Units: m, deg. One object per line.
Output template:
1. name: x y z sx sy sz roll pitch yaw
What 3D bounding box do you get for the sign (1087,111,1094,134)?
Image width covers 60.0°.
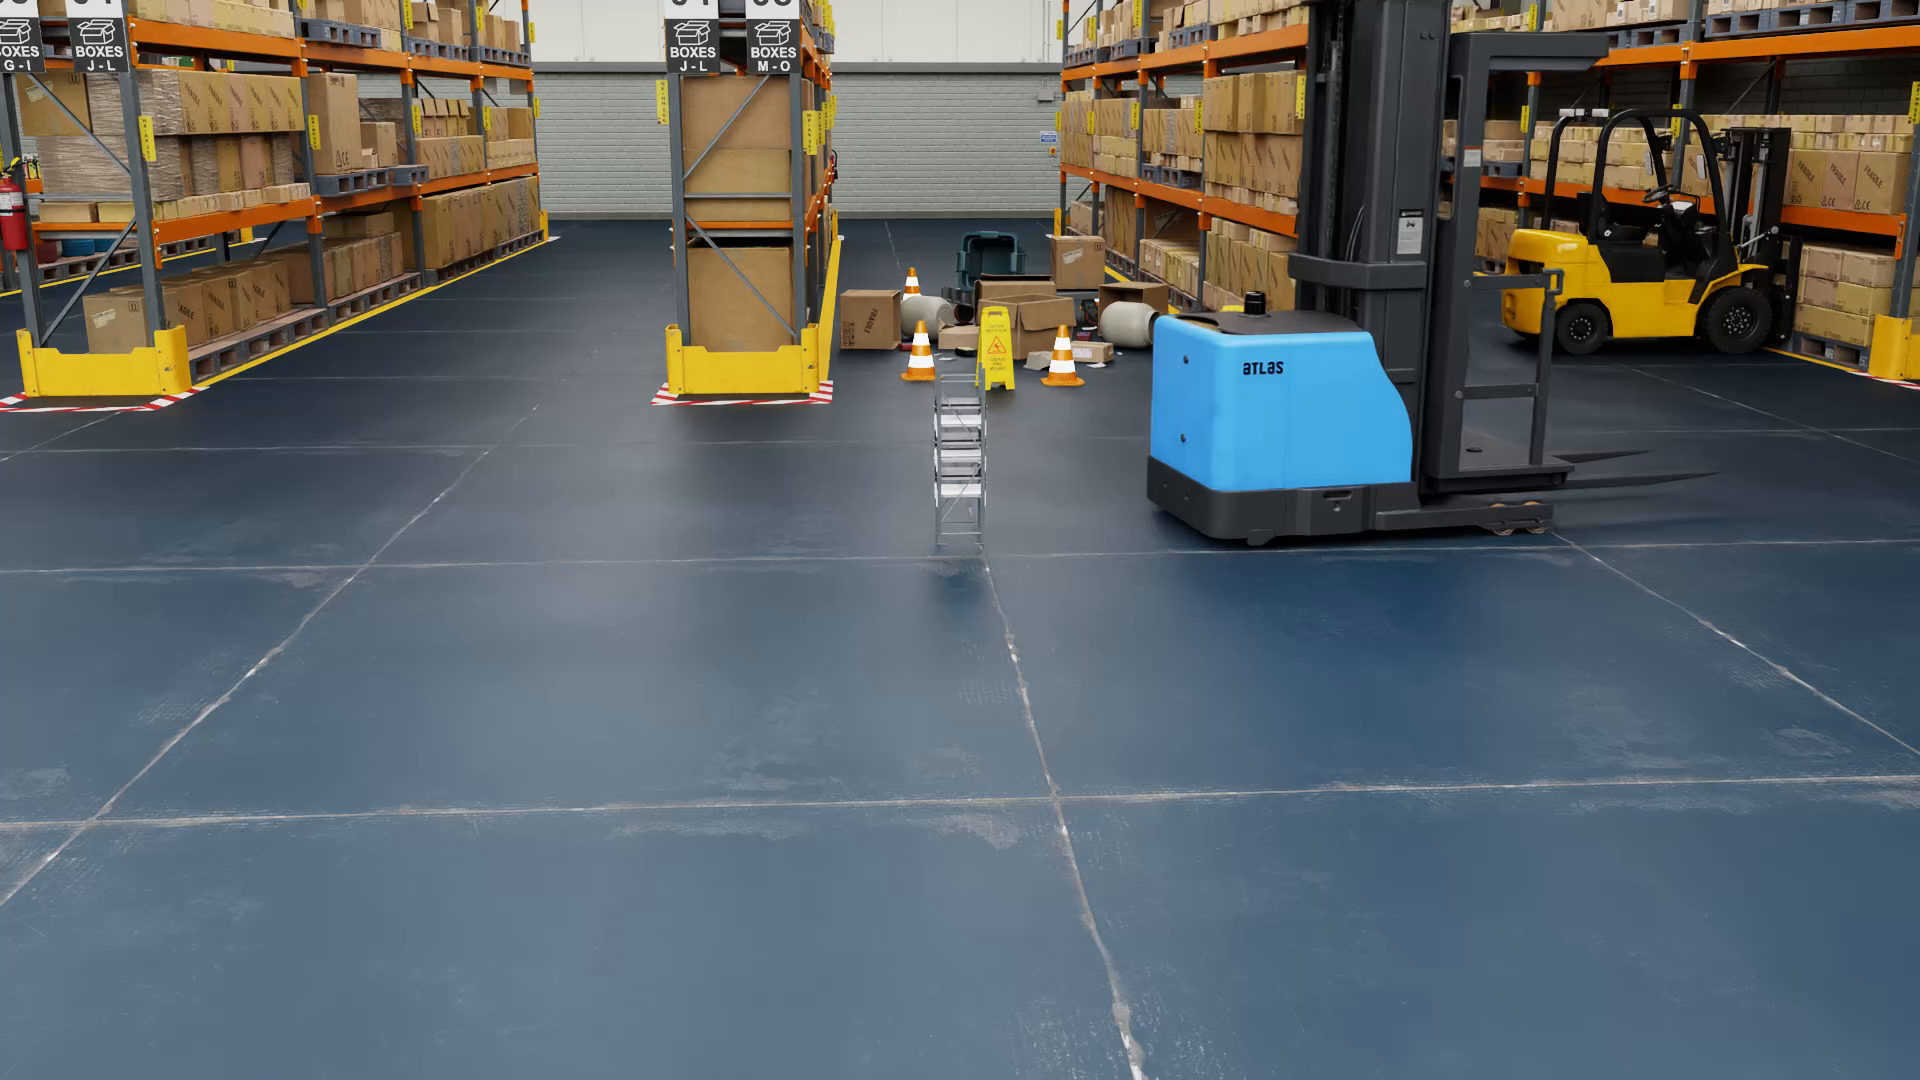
1. sign: 1.935 -6.179 24.625 0.100 0.325 0.005 -1 14 -3

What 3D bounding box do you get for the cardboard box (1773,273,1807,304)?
1. cardboard box: 7.771 -2.306 15.143 0.500 0.250 0.500 -1 14 -5

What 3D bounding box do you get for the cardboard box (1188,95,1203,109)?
1. cardboard box: 2.675 -4.733 17.960 0.380 0.149 0.250 -1 14 -5

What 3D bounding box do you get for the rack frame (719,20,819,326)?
1. rack frame: -1.950 -3.639 16.650 1.000 3.000 0.127 -1 14 -3

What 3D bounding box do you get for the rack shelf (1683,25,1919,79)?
1. rack shelf: 8.062 -4.425 15.129 1.077 0.370 4.000 -1 14 -3

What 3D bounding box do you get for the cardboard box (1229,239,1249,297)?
1. cardboard box: 2.827 -2.563 15.637 0.500 0.500 0.500 0 14 -1

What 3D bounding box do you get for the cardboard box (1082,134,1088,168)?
1. cardboard box: 2.168 -6.018 25.695 0.500 0.500 0.500 -1 14 -5

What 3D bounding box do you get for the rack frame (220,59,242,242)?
1. rack frame: -12.593 -6.496 27.753 1.000 3.000 0.127 -1 14 -3

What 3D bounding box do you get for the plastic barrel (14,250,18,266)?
1. plastic barrel: -12.269 -3.765 21.290 0.421 0.512 0.421 0 14 0

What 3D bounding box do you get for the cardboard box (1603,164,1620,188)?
1. cardboard box: 7.609 -4.116 18.804 0.500 0.250 0.500 -1 14 -3

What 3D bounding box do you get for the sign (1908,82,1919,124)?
1. sign: 7.644 -3.494 13.287 0.100 0.325 0.005 -1 14 -3

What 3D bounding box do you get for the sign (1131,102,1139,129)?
1. sign: 2.183 -5.287 20.731 0.100 0.325 0.005 -1 14 -3

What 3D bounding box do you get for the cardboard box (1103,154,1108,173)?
1. cardboard box: 2.302 -5.288 23.359 0.500 0.250 0.500 -1 14 -4

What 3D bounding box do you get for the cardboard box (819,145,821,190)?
1. cardboard box: -1.774 -4.072 18.134 0.500 0.500 0.500 -1 14 -4

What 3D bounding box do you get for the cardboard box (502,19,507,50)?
1. cardboard box: -7.650 -8.055 26.548 0.700 0.500 0.500 -1 14 -5

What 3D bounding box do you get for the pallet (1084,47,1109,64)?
1. pallet: 2.449 -7.344 25.207 1.003 0.211 1.213 -1 14 -3

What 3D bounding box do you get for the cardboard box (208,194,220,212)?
1. cardboard box: -6.522 -2.857 14.113 0.380 0.149 0.250 -1 14 -3

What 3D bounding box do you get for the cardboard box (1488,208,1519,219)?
1. cardboard box: 7.416 -4.439 22.631 0.380 0.149 0.250 0 14 -2

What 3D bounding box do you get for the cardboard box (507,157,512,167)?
1. cardboard box: -7.169 -5.857 25.773 0.380 0.149 0.250 -1 14 -3

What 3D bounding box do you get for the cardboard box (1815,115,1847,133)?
1. cardboard box: 7.796 -3.668 14.661 0.380 0.149 0.250 -1 14 -2

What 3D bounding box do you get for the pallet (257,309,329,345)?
1. pallet: -6.829 -2.071 16.151 1.003 0.211 1.213 -1 14 -3

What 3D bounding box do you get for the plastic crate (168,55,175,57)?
1. plastic crate: -12.848 -7.785 27.006 0.497 0.269 0.590 -1 14 -3

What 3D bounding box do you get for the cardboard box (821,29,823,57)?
1. cardboard box: -1.967 -6.281 20.699 0.500 0.500 0.500 -1 14 -3

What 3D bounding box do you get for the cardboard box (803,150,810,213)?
1. cardboard box: -1.735 -3.086 14.200 0.875 0.550 0.550 -1 14 -3

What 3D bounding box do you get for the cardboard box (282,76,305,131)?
1. cardboard box: -6.604 -4.157 15.858 0.500 0.500 0.500 -1 14 -3

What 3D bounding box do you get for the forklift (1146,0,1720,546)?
1. forklift: 2.599 -1.565 8.726 3.031 2.935 1.130 -4 15 -13

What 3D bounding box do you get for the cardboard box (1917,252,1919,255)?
1. cardboard box: 8.345 -2.302 14.122 0.500 0.250 0.500 -1 14 -4

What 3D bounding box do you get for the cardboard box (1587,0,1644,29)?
1. cardboard box: 7.555 -6.129 19.063 0.500 0.500 0.500 -1 14 -2

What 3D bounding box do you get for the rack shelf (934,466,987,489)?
1. rack shelf: 0.000 -0.318 8.453 0.258 0.077 0.200 -1 14 -3

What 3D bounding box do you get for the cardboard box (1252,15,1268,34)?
1. cardboard box: 2.791 -4.543 14.646 0.380 0.149 0.250 -1 14 -4

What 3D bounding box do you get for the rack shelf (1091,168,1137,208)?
1. rack shelf: 2.613 -4.884 22.934 1.077 0.370 4.000 -1 14 -3

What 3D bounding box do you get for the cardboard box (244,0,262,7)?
1. cardboard box: -6.528 -4.887 14.983 0.380 0.149 0.250 -1 14 -5

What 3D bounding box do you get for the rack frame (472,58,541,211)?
1. rack frame: -7.650 -6.572 28.050 1.000 3.000 0.127 -1 14 -3

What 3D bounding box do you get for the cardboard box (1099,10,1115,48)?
1. cardboard box: 2.254 -7.211 23.470 0.500 0.500 0.500 -1 14 -4

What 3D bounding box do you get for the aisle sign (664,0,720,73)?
1. aisle sign: -1.997 -3.881 12.374 0.394 0.787 0.004 -1 14 -3

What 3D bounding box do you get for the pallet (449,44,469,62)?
1. pallet: -7.296 -6.710 22.950 0.805 0.209 1.217 -1 15 -6

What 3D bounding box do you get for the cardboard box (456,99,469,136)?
1. cardboard box: -7.354 -5.953 23.429 0.797 0.503 0.637 -1 14 -5

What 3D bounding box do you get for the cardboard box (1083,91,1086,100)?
1. cardboard box: 2.136 -6.968 26.078 0.380 0.149 0.250 -1 14 -5

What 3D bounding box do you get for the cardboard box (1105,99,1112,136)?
1. cardboard box: 2.317 -5.898 23.223 0.500 0.500 0.500 -1 14 -5

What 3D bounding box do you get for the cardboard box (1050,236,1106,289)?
1. cardboard box: 1.210 -2.862 17.126 0.500 0.500 0.500 -1 14 -3

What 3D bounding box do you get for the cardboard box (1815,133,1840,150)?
1. cardboard box: 7.817 -3.524 14.700 0.380 0.149 0.250 -1 14 -5

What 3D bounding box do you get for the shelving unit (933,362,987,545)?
1. shelving unit: 0.000 -0.438 8.422 0.258 0.900 0.210 -1 14 -3

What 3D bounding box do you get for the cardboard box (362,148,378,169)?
1. cardboard box: -6.781 -4.310 18.686 0.396 0.266 0.258 -1 14 -5

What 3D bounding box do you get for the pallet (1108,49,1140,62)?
1. pallet: 2.595 -6.863 23.545 0.805 0.209 1.217 -1 15 -6

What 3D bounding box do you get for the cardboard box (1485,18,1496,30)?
1. cardboard box: 7.294 -6.934 22.340 0.380 0.149 0.250 -1 14 -3

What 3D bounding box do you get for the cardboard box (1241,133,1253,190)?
1. cardboard box: 2.857 -3.445 15.096 0.500 0.500 0.500 -1 14 -3

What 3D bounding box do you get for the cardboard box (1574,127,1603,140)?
1. cardboard box: 7.550 -4.835 19.796 0.380 0.149 0.250 -1 14 -3

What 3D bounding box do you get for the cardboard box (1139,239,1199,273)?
1. cardboard box: 2.762 -3.526 20.640 0.950 0.372 0.625 -2 15 -7

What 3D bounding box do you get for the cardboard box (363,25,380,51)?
1. cardboard box: -6.807 -5.600 18.553 0.500 0.250 0.500 0 14 -2

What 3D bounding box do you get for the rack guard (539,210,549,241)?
1. rack guard: -7.651 -5.367 28.384 1.175 0.500 0.348 -1 14 -3

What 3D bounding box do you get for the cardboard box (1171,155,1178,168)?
1. cardboard box: 2.623 -4.331 19.000 0.380 0.149 0.250 0 14 -2

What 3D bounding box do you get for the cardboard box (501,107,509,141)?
1. cardboard box: -7.236 -6.387 25.529 0.500 0.500 0.500 -1 14 -5

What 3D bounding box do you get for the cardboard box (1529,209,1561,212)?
1. cardboard box: 7.884 -4.382 22.408 0.380 0.149 0.250 -1 14 -3

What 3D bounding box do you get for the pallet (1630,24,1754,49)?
1. pallet: 7.871 -5.397 17.848 0.805 0.209 1.217 -1 15 -6

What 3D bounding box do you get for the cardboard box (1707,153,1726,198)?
1. cardboard box: 7.754 -3.623 16.387 0.500 0.500 0.500 -1 14 -2
